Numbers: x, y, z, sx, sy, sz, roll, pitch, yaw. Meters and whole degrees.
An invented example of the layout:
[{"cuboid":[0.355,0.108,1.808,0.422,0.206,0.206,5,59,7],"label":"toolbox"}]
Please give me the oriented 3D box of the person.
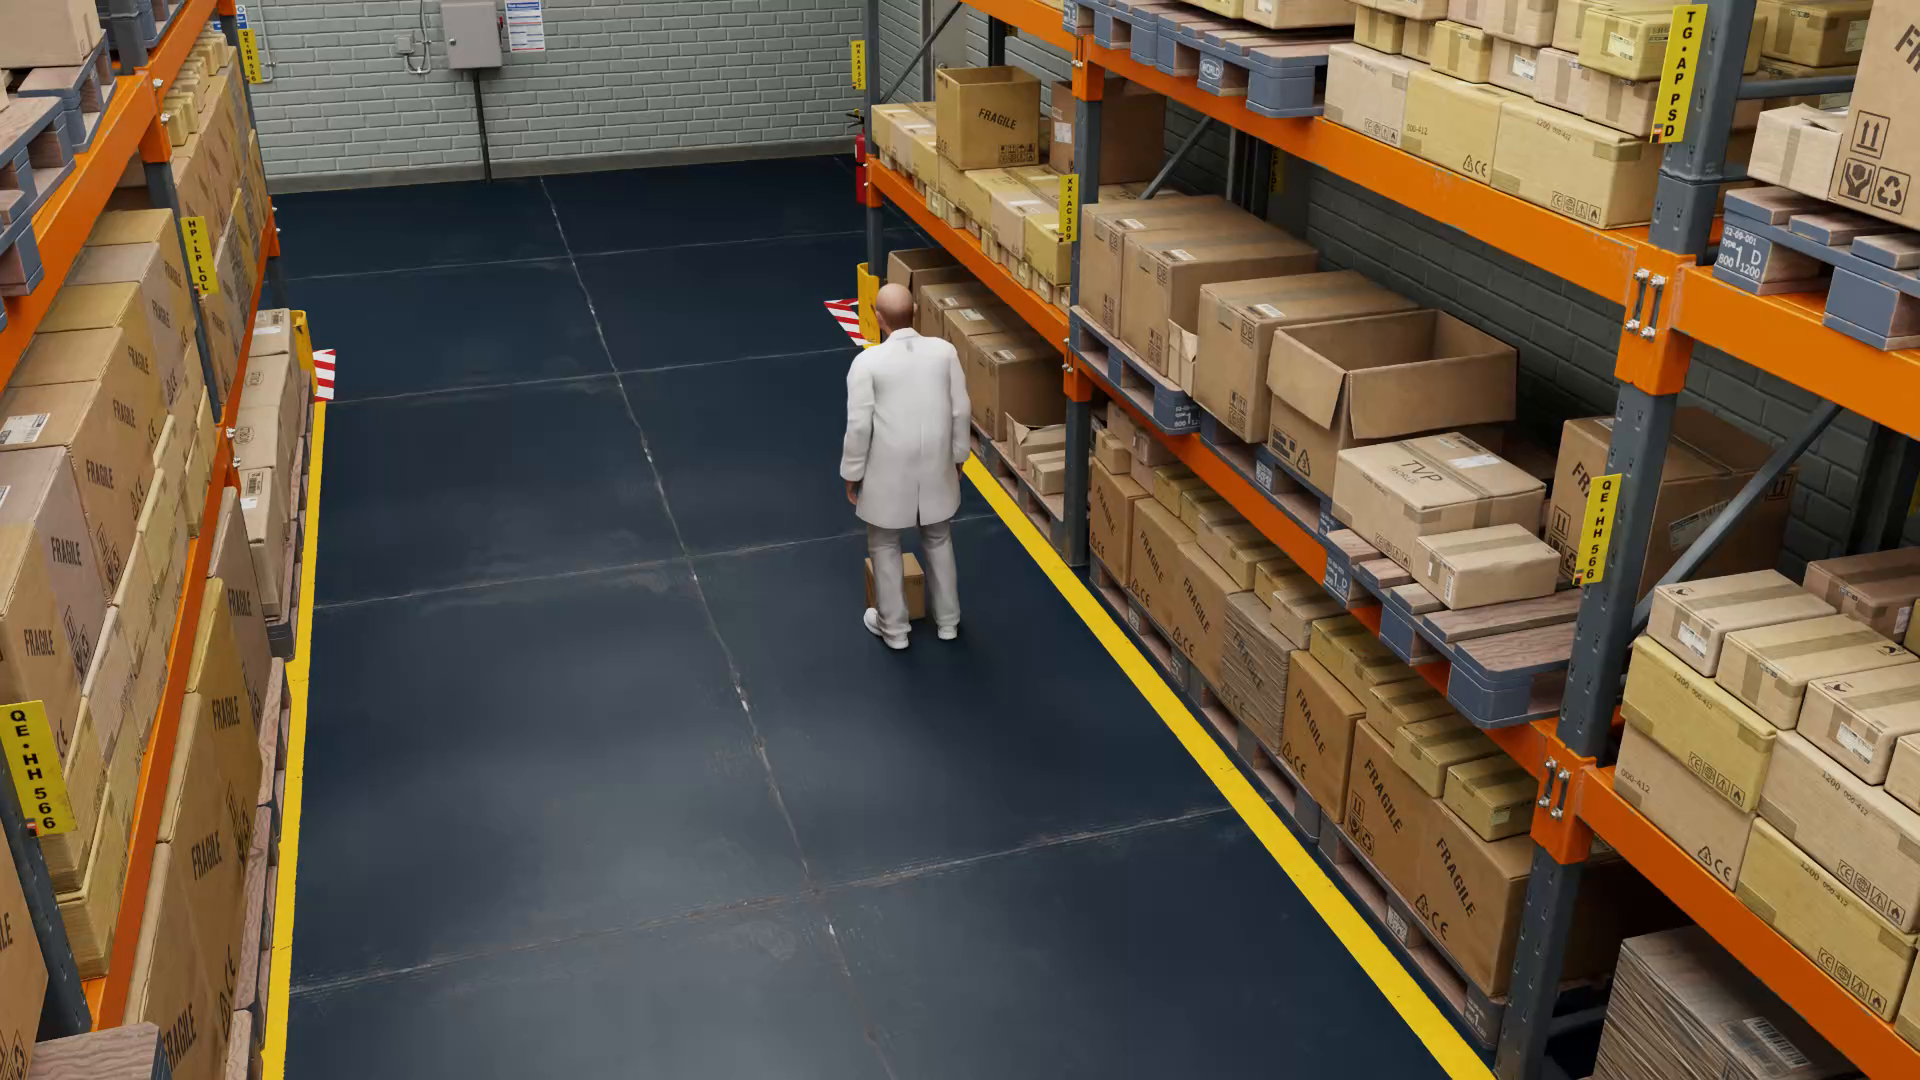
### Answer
[{"cuboid":[-0.255,-0.338,7.826,0.648,1.772,0.429,-10,28,-19],"label":"person"}]
